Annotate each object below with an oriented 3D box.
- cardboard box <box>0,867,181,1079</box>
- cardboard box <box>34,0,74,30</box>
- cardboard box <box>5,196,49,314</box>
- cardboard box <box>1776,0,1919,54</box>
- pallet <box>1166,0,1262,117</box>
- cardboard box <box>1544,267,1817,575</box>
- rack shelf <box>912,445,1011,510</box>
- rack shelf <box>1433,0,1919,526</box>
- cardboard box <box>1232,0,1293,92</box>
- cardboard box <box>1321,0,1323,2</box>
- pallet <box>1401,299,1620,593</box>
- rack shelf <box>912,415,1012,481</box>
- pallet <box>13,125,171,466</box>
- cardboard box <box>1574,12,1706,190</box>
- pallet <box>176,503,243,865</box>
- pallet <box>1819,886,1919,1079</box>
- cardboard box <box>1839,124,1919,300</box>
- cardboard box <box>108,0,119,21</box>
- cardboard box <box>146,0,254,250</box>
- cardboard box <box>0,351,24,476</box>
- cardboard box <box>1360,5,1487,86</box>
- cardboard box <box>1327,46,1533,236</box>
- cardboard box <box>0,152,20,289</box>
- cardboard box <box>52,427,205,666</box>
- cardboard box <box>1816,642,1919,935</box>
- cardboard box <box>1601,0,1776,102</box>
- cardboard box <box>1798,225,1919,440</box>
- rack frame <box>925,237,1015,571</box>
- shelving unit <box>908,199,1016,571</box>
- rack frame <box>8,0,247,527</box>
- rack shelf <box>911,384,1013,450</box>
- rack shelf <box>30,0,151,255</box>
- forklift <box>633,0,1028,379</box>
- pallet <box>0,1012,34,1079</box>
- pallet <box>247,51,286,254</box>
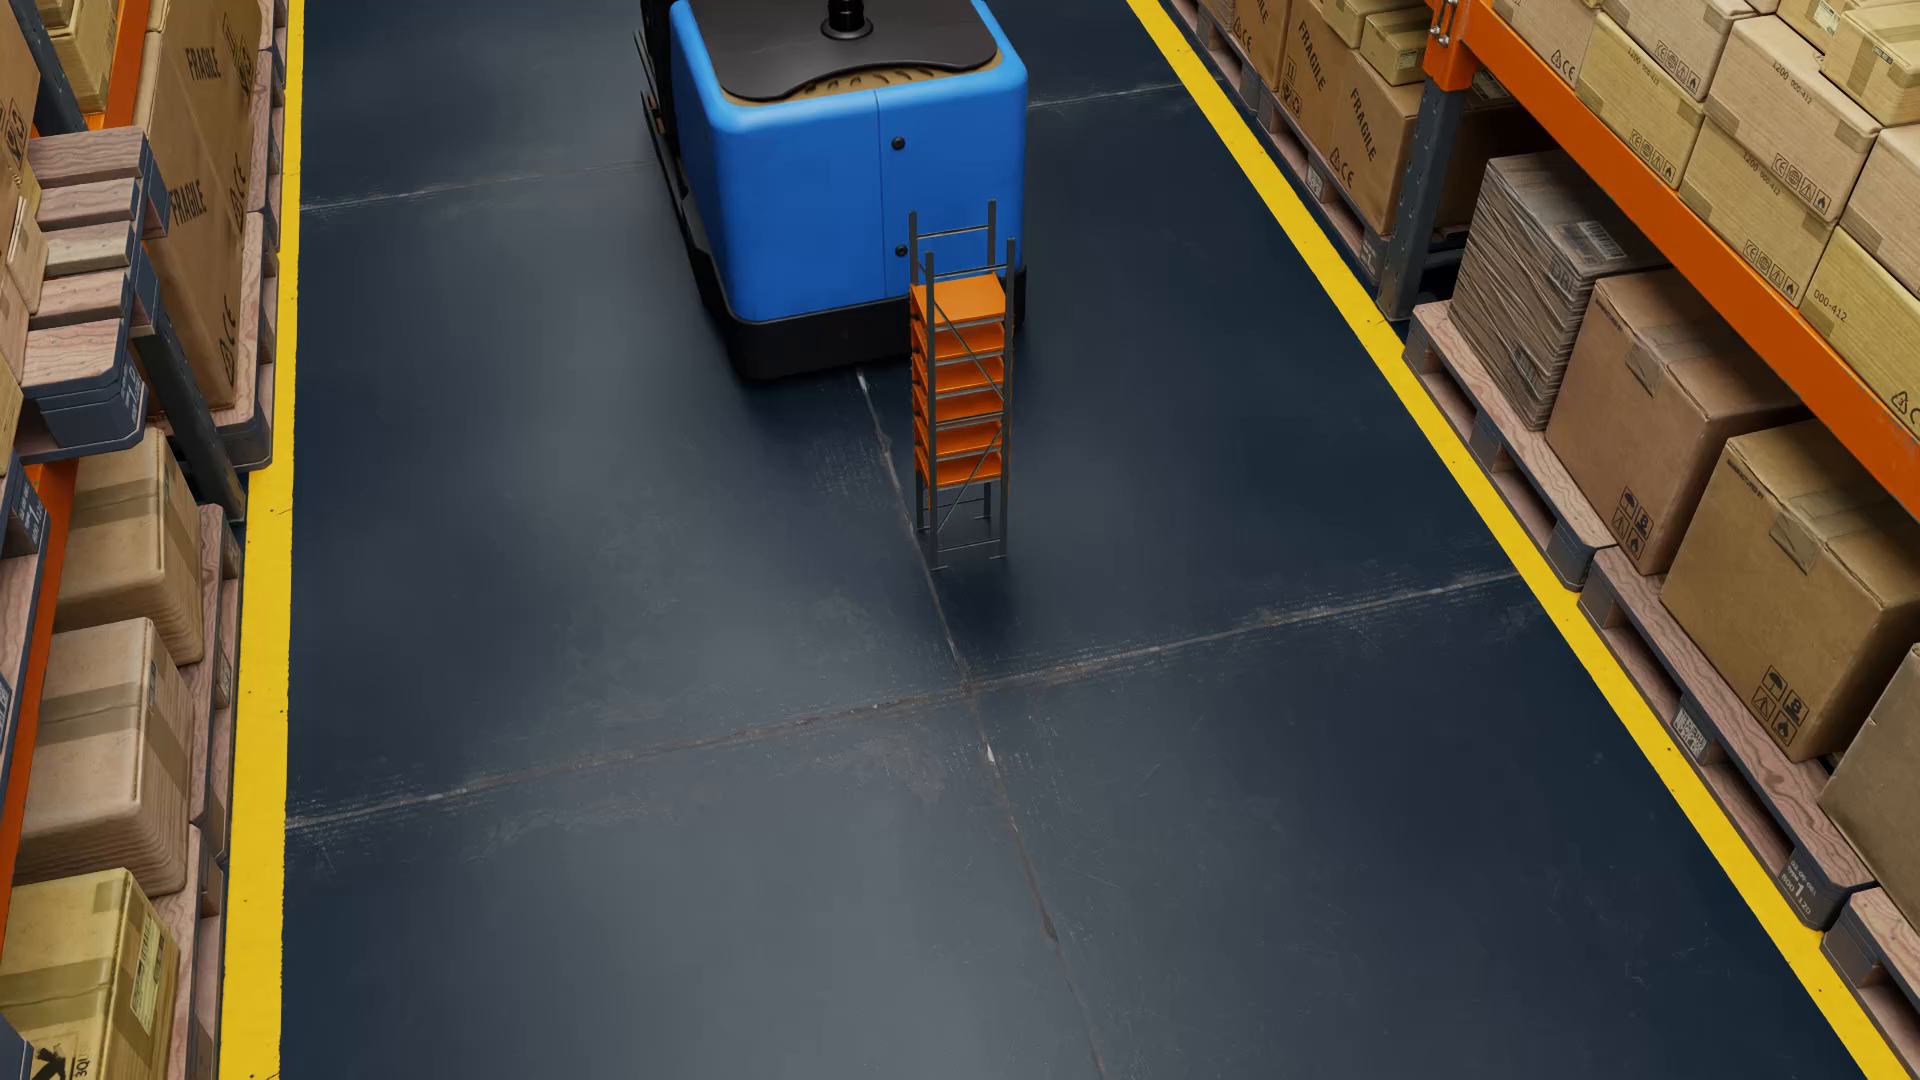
[{"bbox_3d":[-2.257,1.144,3.574,0.950,0.372,0.625,-9,46,-9],"label":"cardboard box"},{"bbox_3d":[-2.668,-1.571,4.444,0.500,0.250,0.500,-11,47,-11],"label":"cardboard box"},{"bbox_3d":[-2.220,-0.591,3.611,0.380,0.149,0.250,-11,47,-11],"label":"cardboard box"},{"bbox_3d":[2.149,-1.249,3.849,0.380,0.149,0.250,-10,46,-10],"label":"cardboard box"},{"bbox_3d":[1.557,-2.350,7.406,1.003,0.211,1.213,-11,47,-10],"label":"pallet"},{"bbox_3d":[2.341,-0.396,4.907,0.875,0.625,0.625,-9,46,-9],"label":"cardboard box"},{"bbox_3d":[0.004,-0.211,5.015,0.258,0.103,0.180,-11,47,-10],"label":"rack shelf"},{"bbox_3d":[2.532,-0.331,3.978,1.077,0.370,4.000,-11,47,-10],"label":"rack shelf"},{"bbox_3d":[1.449,-2.196,6.758,0.500,0.500,0.500,-9,46,-9],"label":"cardboard box"},{"bbox_3d":[1.524,-2.130,6.239,0.380,0.149,0.250,-12,47,-12],"label":"cardboard box"},{"bbox_3d":[2.193,-0.412,5.506,1.003,0.211,1.213,-11,47,-10],"label":"pallet"},{"bbox_3d":[0.004,-0.295,4.929,0.258,0.103,0.180,-11,47,-10],"label":"rack shelf"},{"bbox_3d":[-2.492,-0.514,3.787,1.213,0.211,1.003,-11,47,-10],"label":"pallet"},{"bbox_3d":[2.021,-1.212,4.442,0.500,0.250,0.500,-12,47,-11],"label":"cardboard box"},{"bbox_3d":[-2.579,0.463,4.649,1.003,0.211,1.213,-11,47,-10],"label":"pallet"},{"bbox_3d":[2.818,1.273,3.855,1.003,0.211,1.213,-11,47,-10],"label":"pallet"},{"bbox_3d":[2.296,-0.676,3.567,0.500,0.250,0.500,-10,46,-10],"label":"cardboard box"},{"bbox_3d":[-2.808,-1.736,4.956,0.500,0.250,0.500,-12,47,-11],"label":"cardboard box"},{"bbox_3d":[-3.098,-1.565,5.877,0.875,0.875,0.875,-10,46,-10],"label":"cardboard box"},{"bbox_3d":[-2.079,-0.229,3.256,0.380,0.149,0.250,-10,46,-10],"label":"cardboard box"},{"bbox_3d":[1.649,-1.757,5.874,0.380,0.149,0.250,-13,47,-12],"label":"cardboard box"},{"bbox_3d":[1.704,-1.488,6.064,0.500,0.500,0.500,-9,46,-9],"label":"cardboard box"},{"bbox_3d":[-2.249,-0.721,3.284,0.500,0.500,0.500,-11,47,-11],"label":"cardboard box"},{"bbox_3d":[-2.642,0.111,4.586,0.950,0.372,0.625,-14,47,-13],"label":"cardboard box"},{"bbox_3d":[2.708,0.587,3.943,0.875,0.625,0.625,-11,47,-11],"label":"cardboard box"},{"bbox_3d":[2.024,-1.389,4.266,0.500,0.250,0.500,-9,46,-9],"label":"cardboard box"},{"bbox_3d":[2.291,-0.499,3.744,0.500,0.250,0.500,-9,46,-9],"label":"cardboard box"},{"bbox_3d":[0.027,-0.347,4.750,0.240,1.200,0.006,-11,47,-10],"label":"rack frame"},{"bbox_3d":[0.004,-0.410,4.812,0.258,1.200,0.189,-11,47,-10],"label":"shelving unit"},{"bbox_3d":[-2.777,-1.053,4.182,1.000,3.000,0.127,-11,47,-10],"label":"rack frame"},{"bbox_3d":[0.004,-0.379,4.843,0.258,0.103,0.180,-11,47,-10],"label":"rack shelf"},{"bbox_3d":[-3.289,-2.182,5.792,1.077,0.370,4.000,-11,47,-10],"label":"rack shelf"},{"bbox_3d":[-0.681,-2.649,5.794,1.130,2.935,3.031,-12,47,-12],"label":"forklift"},{"bbox_3d":[-1.808,1.221,2.087,1.003,0.211,1.213,-11,47,-10],"label":"pallet"},{"bbox_3d":[-3.215,-1.476,6.549,1.003,0.211,1.213,-11,47,-10],"label":"pallet"}]
